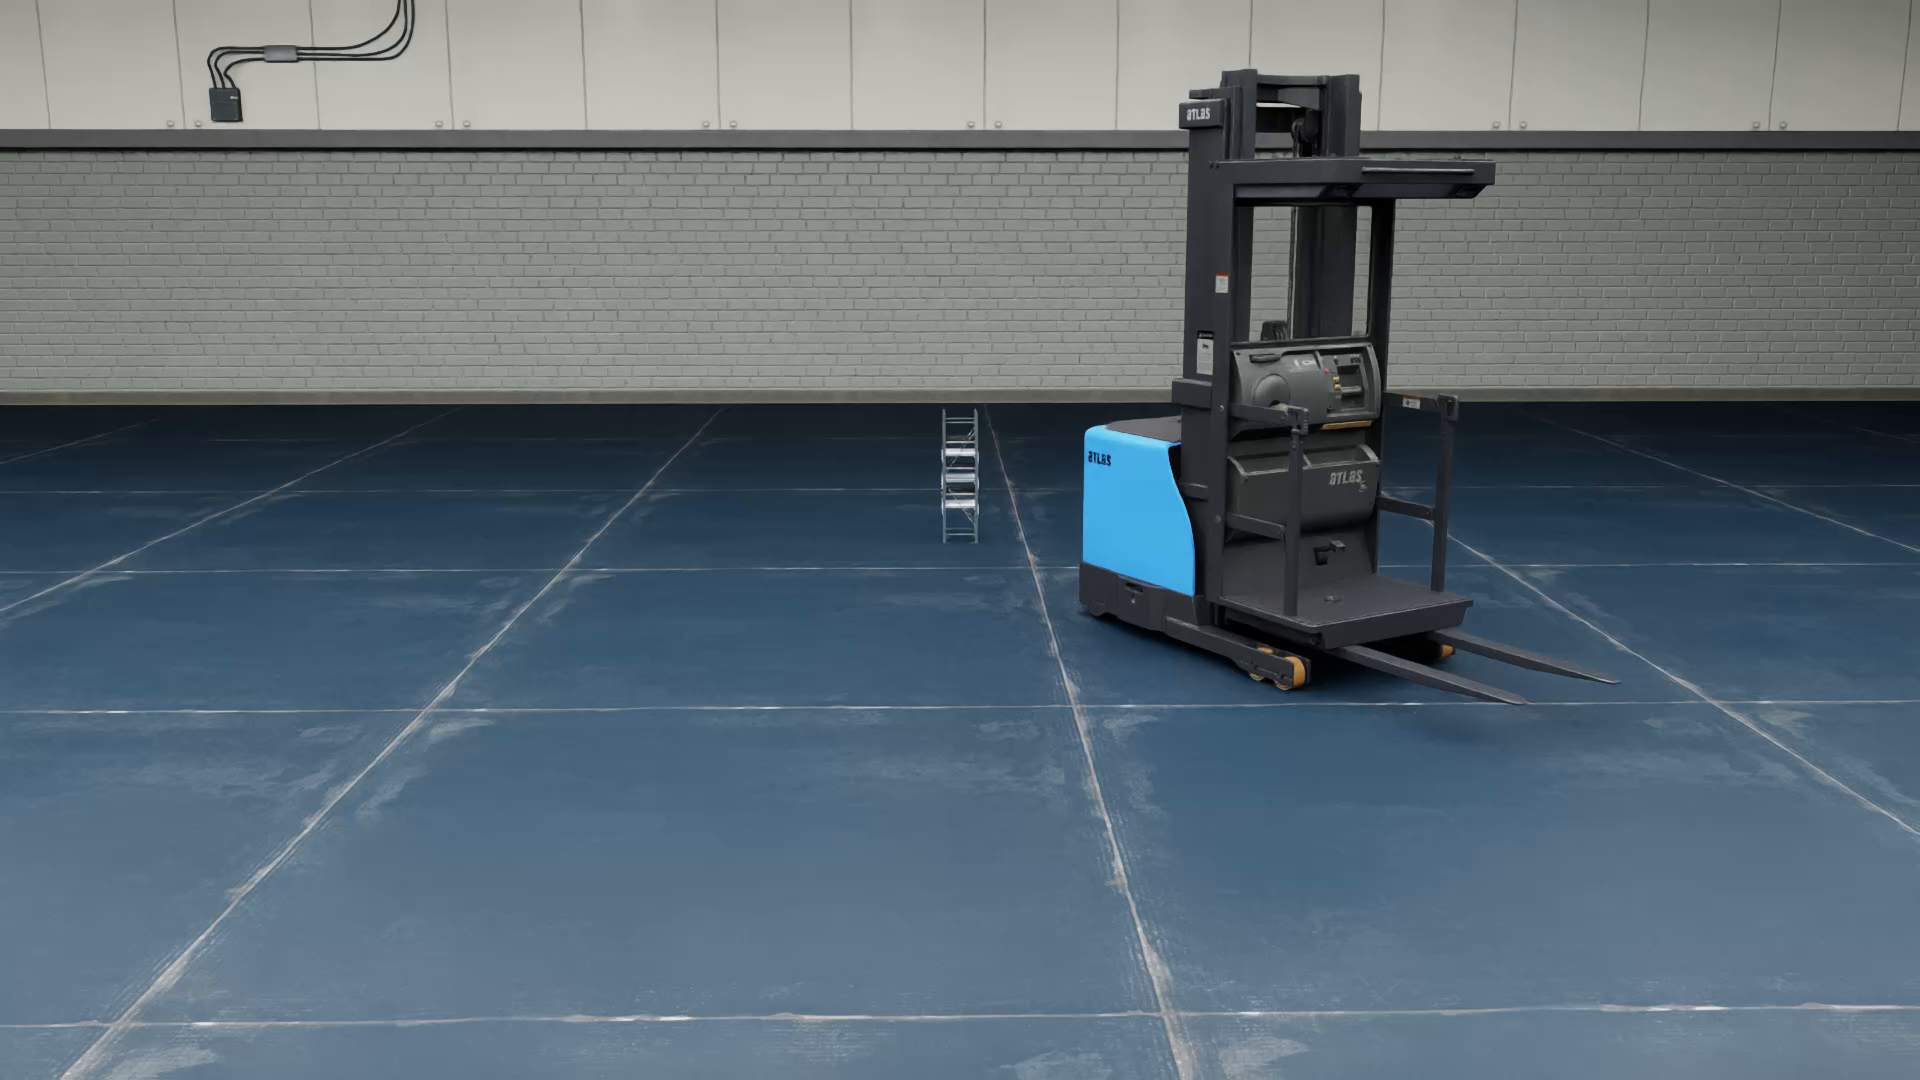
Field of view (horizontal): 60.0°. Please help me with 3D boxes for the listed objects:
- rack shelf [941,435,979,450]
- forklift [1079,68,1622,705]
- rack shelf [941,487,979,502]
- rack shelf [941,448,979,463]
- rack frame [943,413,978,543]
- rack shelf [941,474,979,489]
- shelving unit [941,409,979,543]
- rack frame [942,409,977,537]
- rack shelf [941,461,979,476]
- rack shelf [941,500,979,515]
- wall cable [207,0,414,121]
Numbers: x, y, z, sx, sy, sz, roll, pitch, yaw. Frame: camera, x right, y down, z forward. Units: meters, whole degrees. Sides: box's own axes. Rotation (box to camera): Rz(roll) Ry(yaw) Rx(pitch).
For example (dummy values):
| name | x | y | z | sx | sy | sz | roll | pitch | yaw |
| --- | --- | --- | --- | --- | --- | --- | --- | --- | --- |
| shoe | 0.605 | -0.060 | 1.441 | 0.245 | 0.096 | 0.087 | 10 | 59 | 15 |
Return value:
| name | x | y | z | sx | sy | sz | roll | pitch | yaw |
| --- | --- | --- | --- | --- | --- | --- | --- | --- | --- |
| rack shelf | 0.000 | -0.671 | 11.415 | 0.258 | 0.077 | 0.200 | 0 | 11 | -1 |
| forklift | 1.867 | -0.817 | 8.216 | 1.130 | 2.935 | 3.031 | -7 | 13 | -30 |
| rack shelf | 0.000 | -0.319 | 11.486 | 0.258 | 0.077 | 0.200 | 0 | 11 | -1 |
| rack shelf | 0.000 | -0.583 | 11.433 | 0.258 | 0.077 | 0.200 | 0 | 11 | -1 |
| rack frame | 0.002 | -0.419 | 11.362 | 0.240 | 0.900 | 0.006 | 0 | 11 | -1 |
| rack shelf | 0.000 | -0.407 | 11.468 | 0.258 | 0.077 | 0.200 | 0 | 11 | -1 |
| shelving unit | 0.000 | -0.439 | 11.462 | 0.258 | 0.900 | 0.210 | 0 | 11 | -1 |
| rack frame | -0.002 | -0.460 | 11.561 | 0.240 | 0.900 | 0.006 | 0 | 11 | -1 |
| rack shelf | 0.000 | -0.495 | 11.450 | 0.258 | 0.077 | 0.200 | 0 | 11 | -1 |
| rack shelf | 0.000 | -0.230 | 11.504 | 0.258 | 0.077 | 0.200 | 0 | 11 | -1 |
| wall cable | -7.215 | -7.644 | 18.050 | 2.305 | 6.003 | 0.169 | 0 | 11 | -1 |
